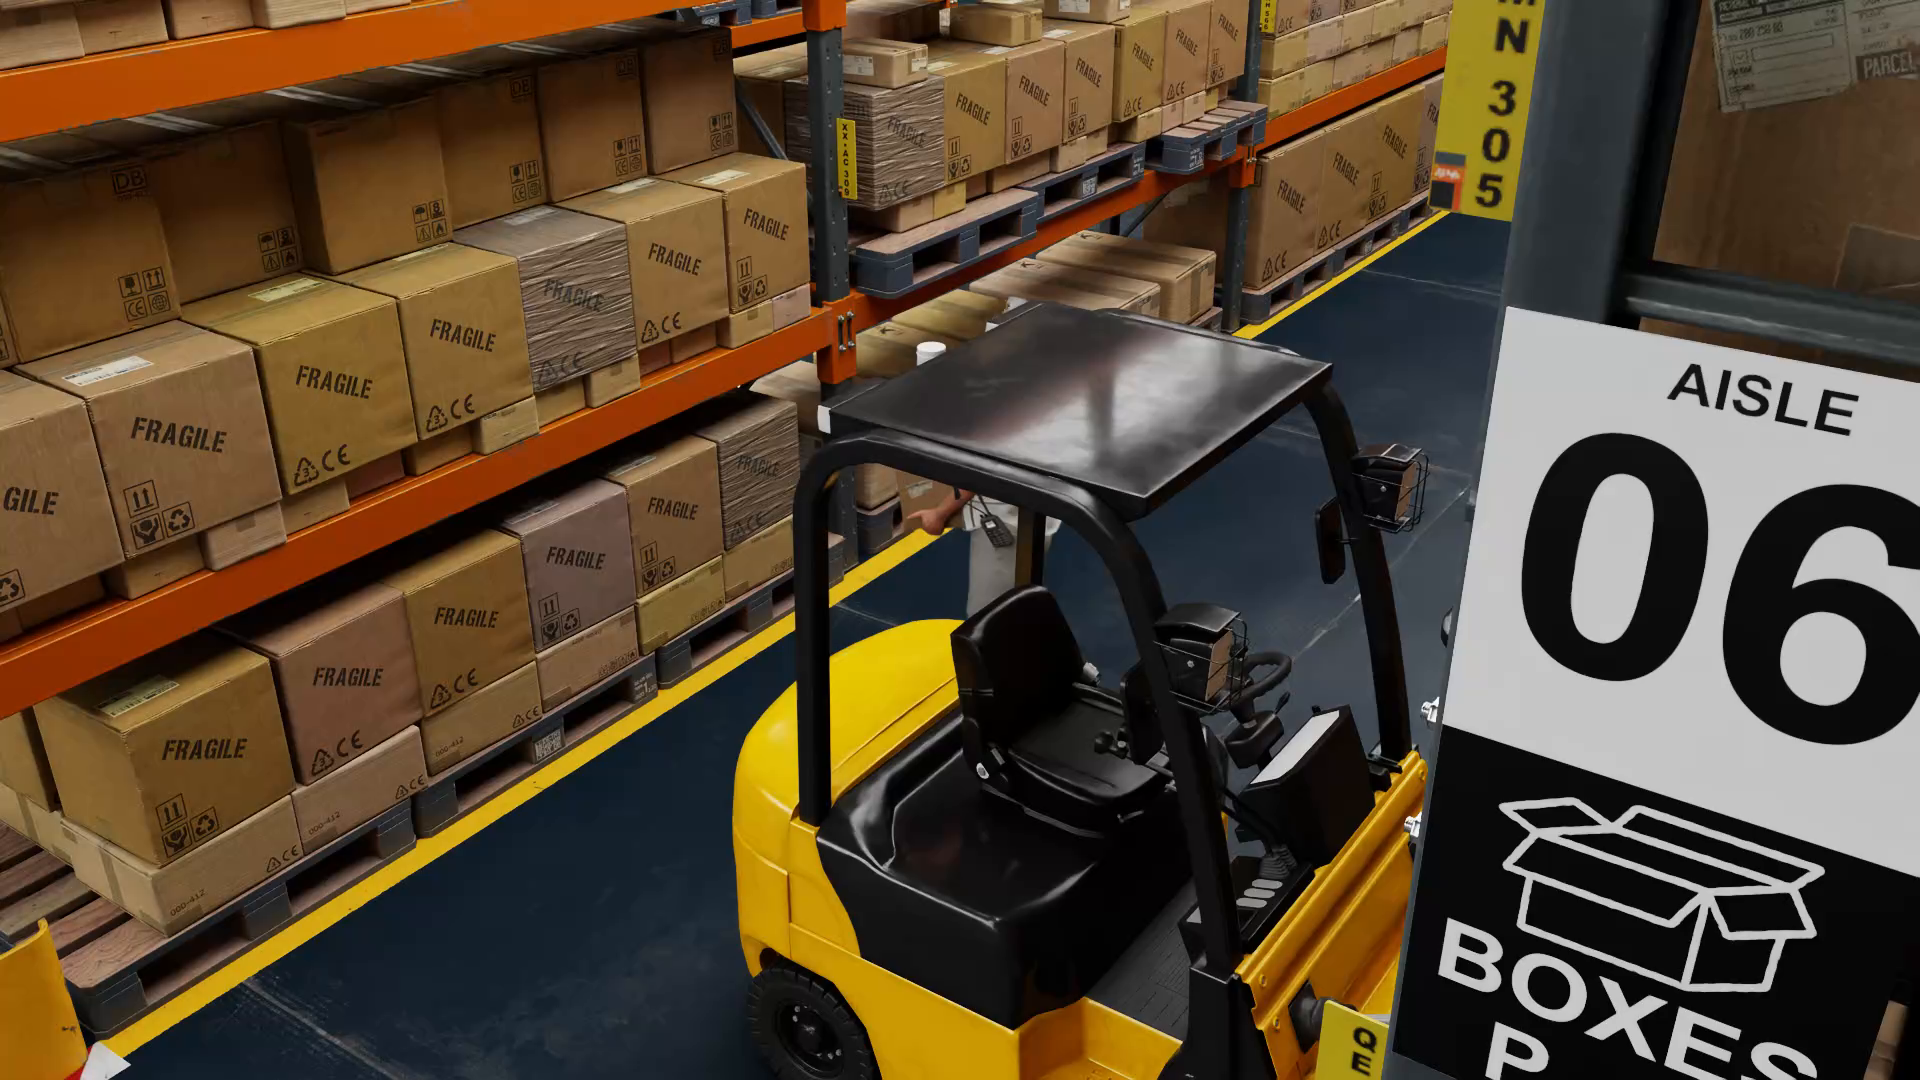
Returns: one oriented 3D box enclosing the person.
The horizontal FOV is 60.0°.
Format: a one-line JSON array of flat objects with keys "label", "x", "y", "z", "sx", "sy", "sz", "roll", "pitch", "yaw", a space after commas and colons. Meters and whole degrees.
[{"label": "person", "x": 0.102, "y": -0.069, "z": 6.235, "sx": 0.563, "sy": 1.762, "sz": 0.494, "roll": 5, "pitch": 27, "yaw": 10}]
